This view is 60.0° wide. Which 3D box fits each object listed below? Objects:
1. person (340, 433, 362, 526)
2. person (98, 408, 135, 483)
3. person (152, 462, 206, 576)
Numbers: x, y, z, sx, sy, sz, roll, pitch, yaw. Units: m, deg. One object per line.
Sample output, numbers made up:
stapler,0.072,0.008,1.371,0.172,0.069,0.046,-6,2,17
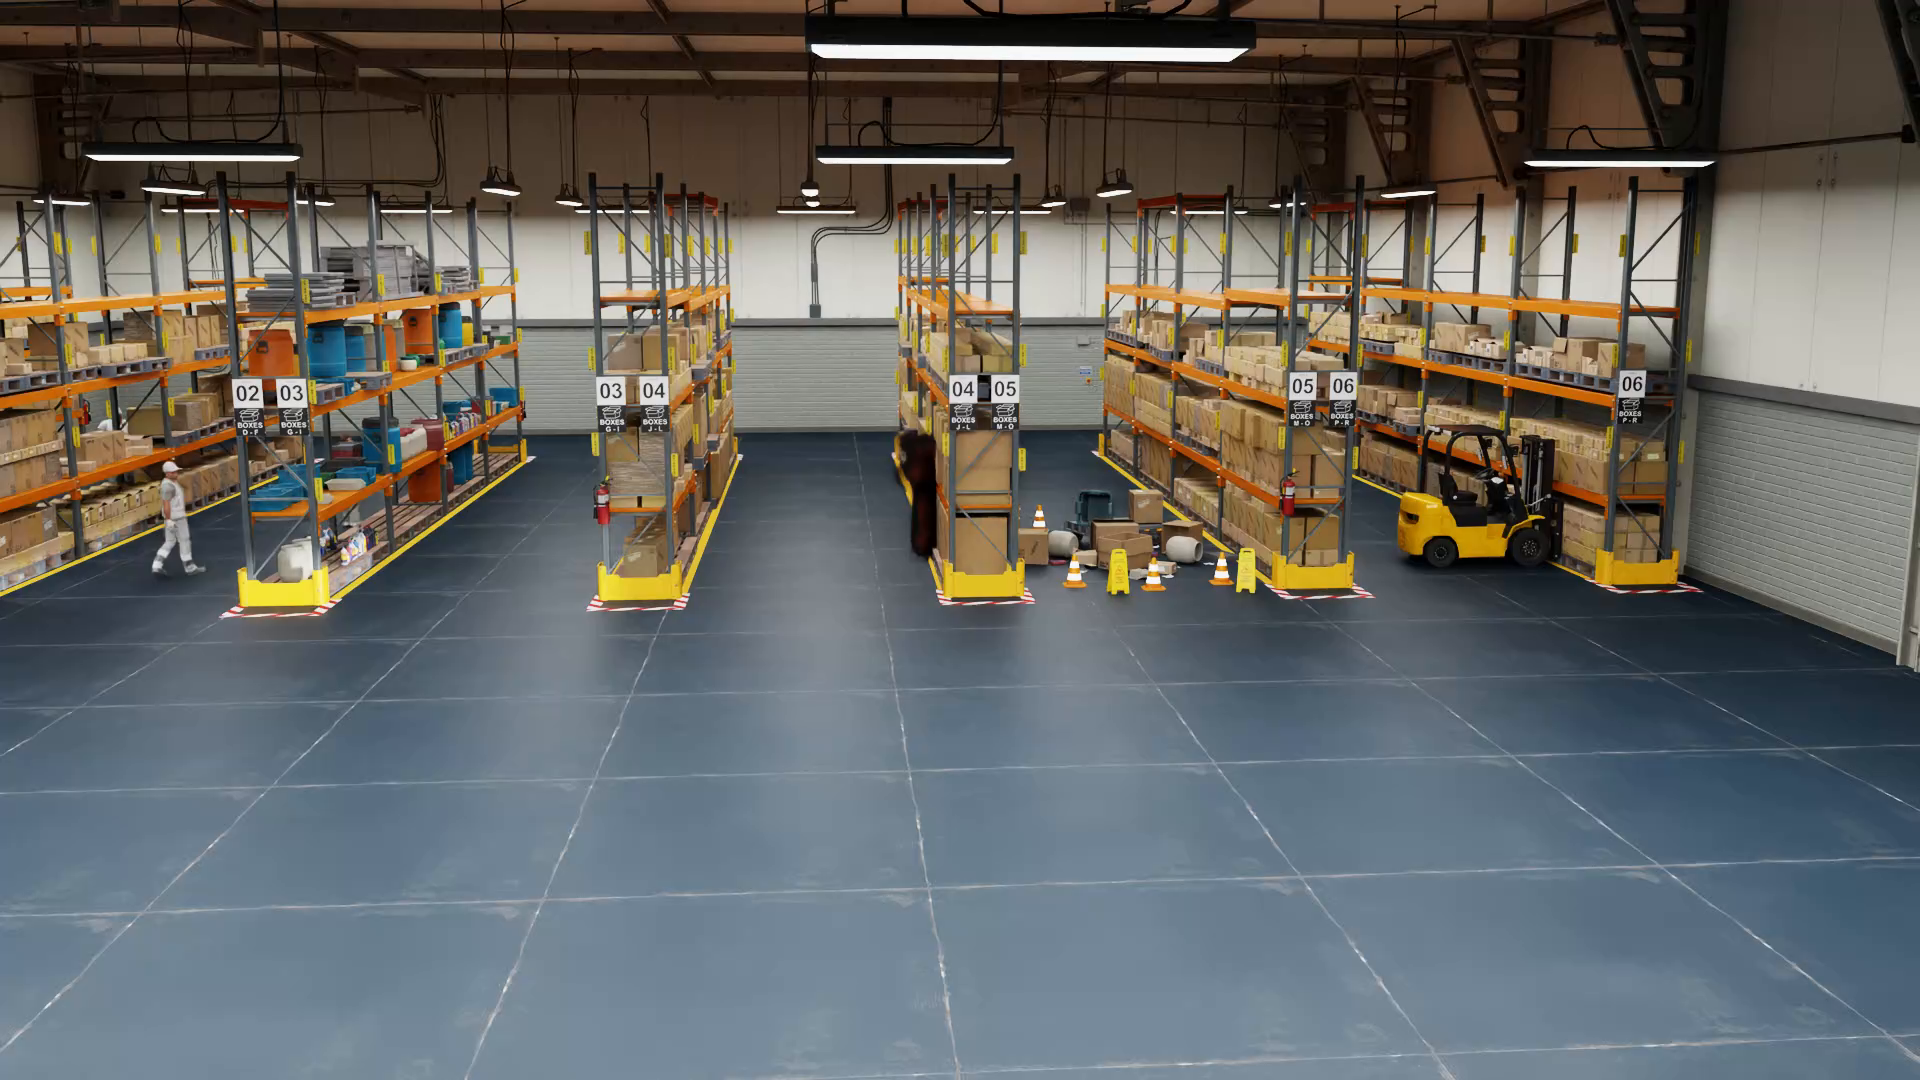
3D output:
person,-10.977,-1.088,29.975,0.415,1.673,0.490,-5,11,-28
person,-17.208,-1.813,33.945,0.729,1.804,0.847,-1,10,-4
person,-12.023,-0.323,25.469,0.778,1.789,0.511,-9,13,-42
